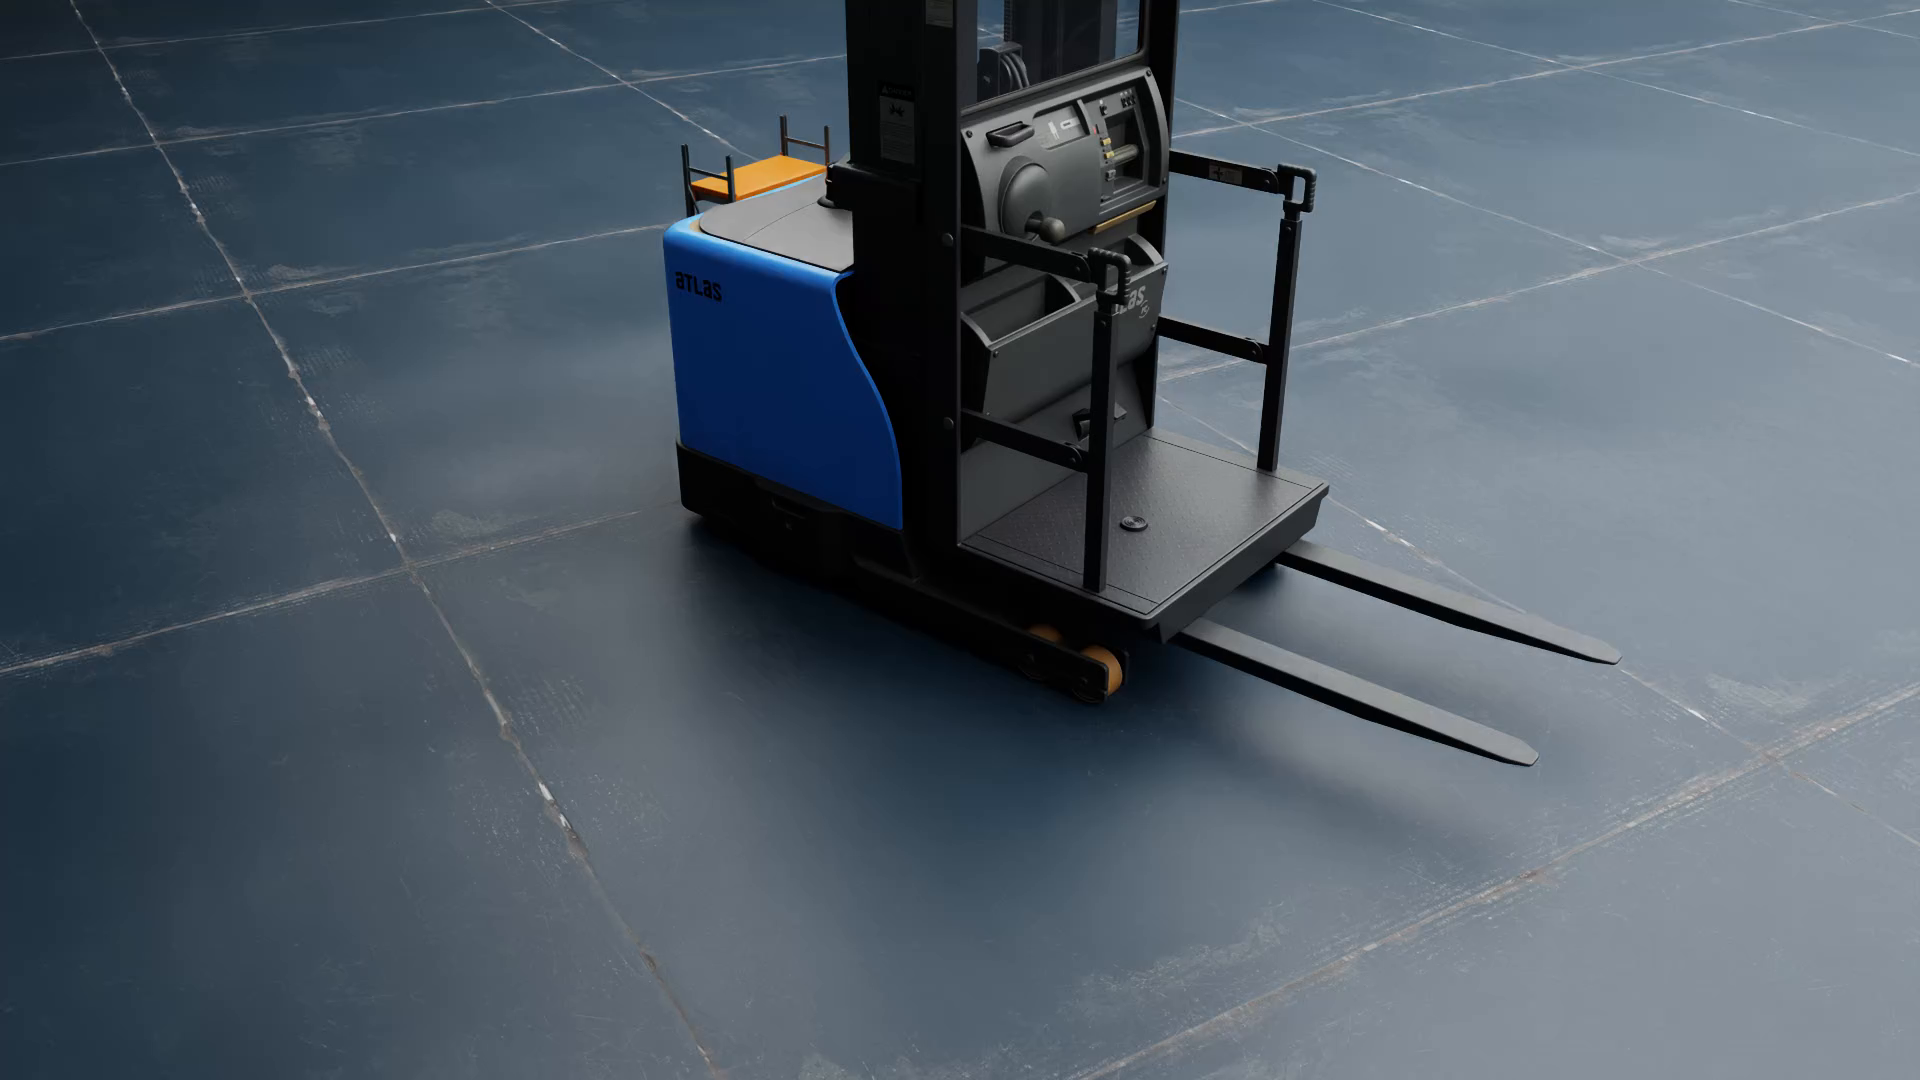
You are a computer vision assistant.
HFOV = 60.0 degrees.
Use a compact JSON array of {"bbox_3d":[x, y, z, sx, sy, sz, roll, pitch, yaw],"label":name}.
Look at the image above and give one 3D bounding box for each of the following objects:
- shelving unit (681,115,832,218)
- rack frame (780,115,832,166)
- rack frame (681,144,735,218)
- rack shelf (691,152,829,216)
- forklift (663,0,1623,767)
[{"bbox_3d":[-0.713,-0.899,6.138,0.258,1.200,0.503,21,35,33],"label":"shelving unit"},{"bbox_3d":[-0.561,-0.991,6.304,0.240,1.200,0.015,21,35,33],"label":"rack frame"},{"bbox_3d":[-0.866,-0.807,5.971,0.240,1.200,0.015,21,35,33],"label":"rack frame"},{"bbox_3d":[-0.713,-1.243,5.948,0.258,0.148,0.480,21,35,33],"label":"rack shelf"},{"bbox_3d":[0.486,-1.095,4.701,3.031,2.935,1.130,21,35,33],"label":"forklift"}]
